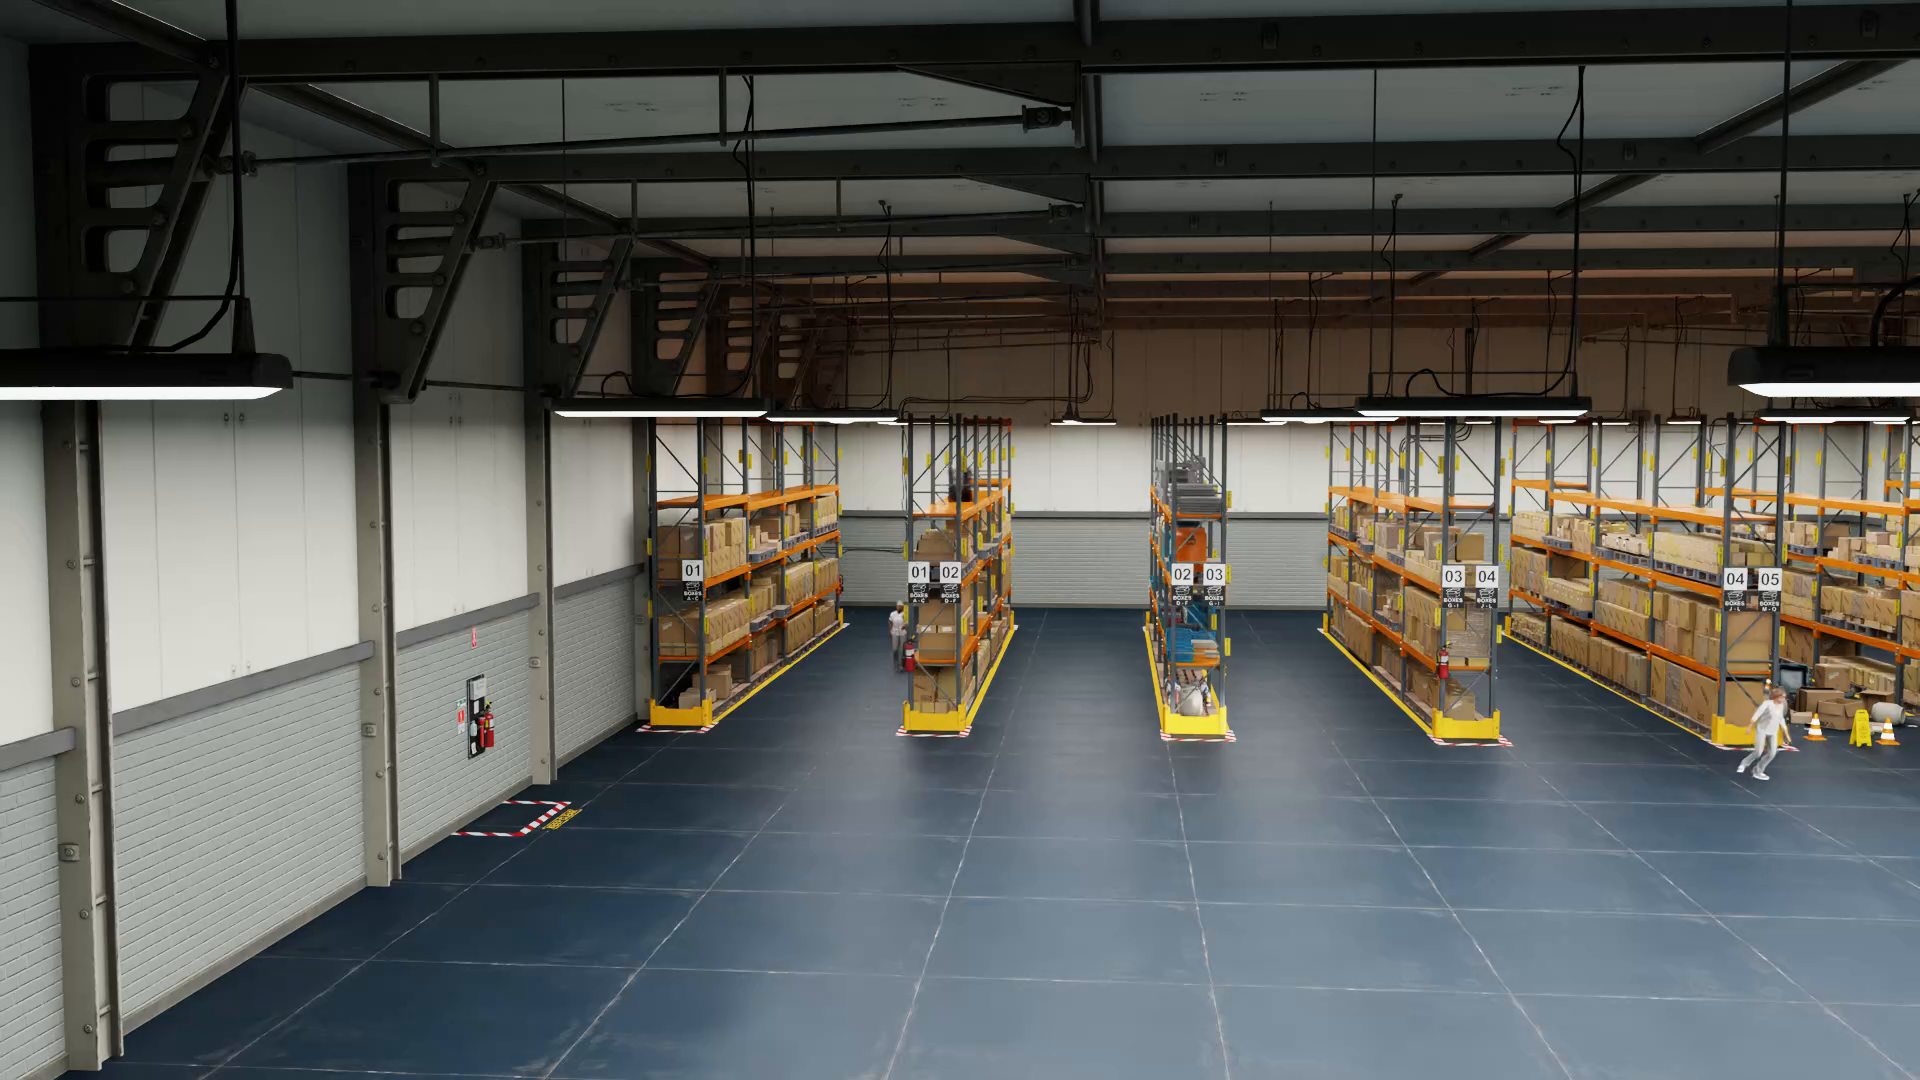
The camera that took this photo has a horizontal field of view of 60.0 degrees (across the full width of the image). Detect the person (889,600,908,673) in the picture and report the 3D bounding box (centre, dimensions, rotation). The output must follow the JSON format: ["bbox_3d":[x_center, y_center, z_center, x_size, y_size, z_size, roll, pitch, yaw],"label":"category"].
[{"bbox_3d":[-1.410,2.270,39.024,0.572,1.743,0.728,0,4,3],"label":"person"}]

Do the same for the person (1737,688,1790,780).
[{"bbox_3d":[13.071,3.144,27.036,0.675,1.506,0.606,-1,4,-15],"label":"person"}]
